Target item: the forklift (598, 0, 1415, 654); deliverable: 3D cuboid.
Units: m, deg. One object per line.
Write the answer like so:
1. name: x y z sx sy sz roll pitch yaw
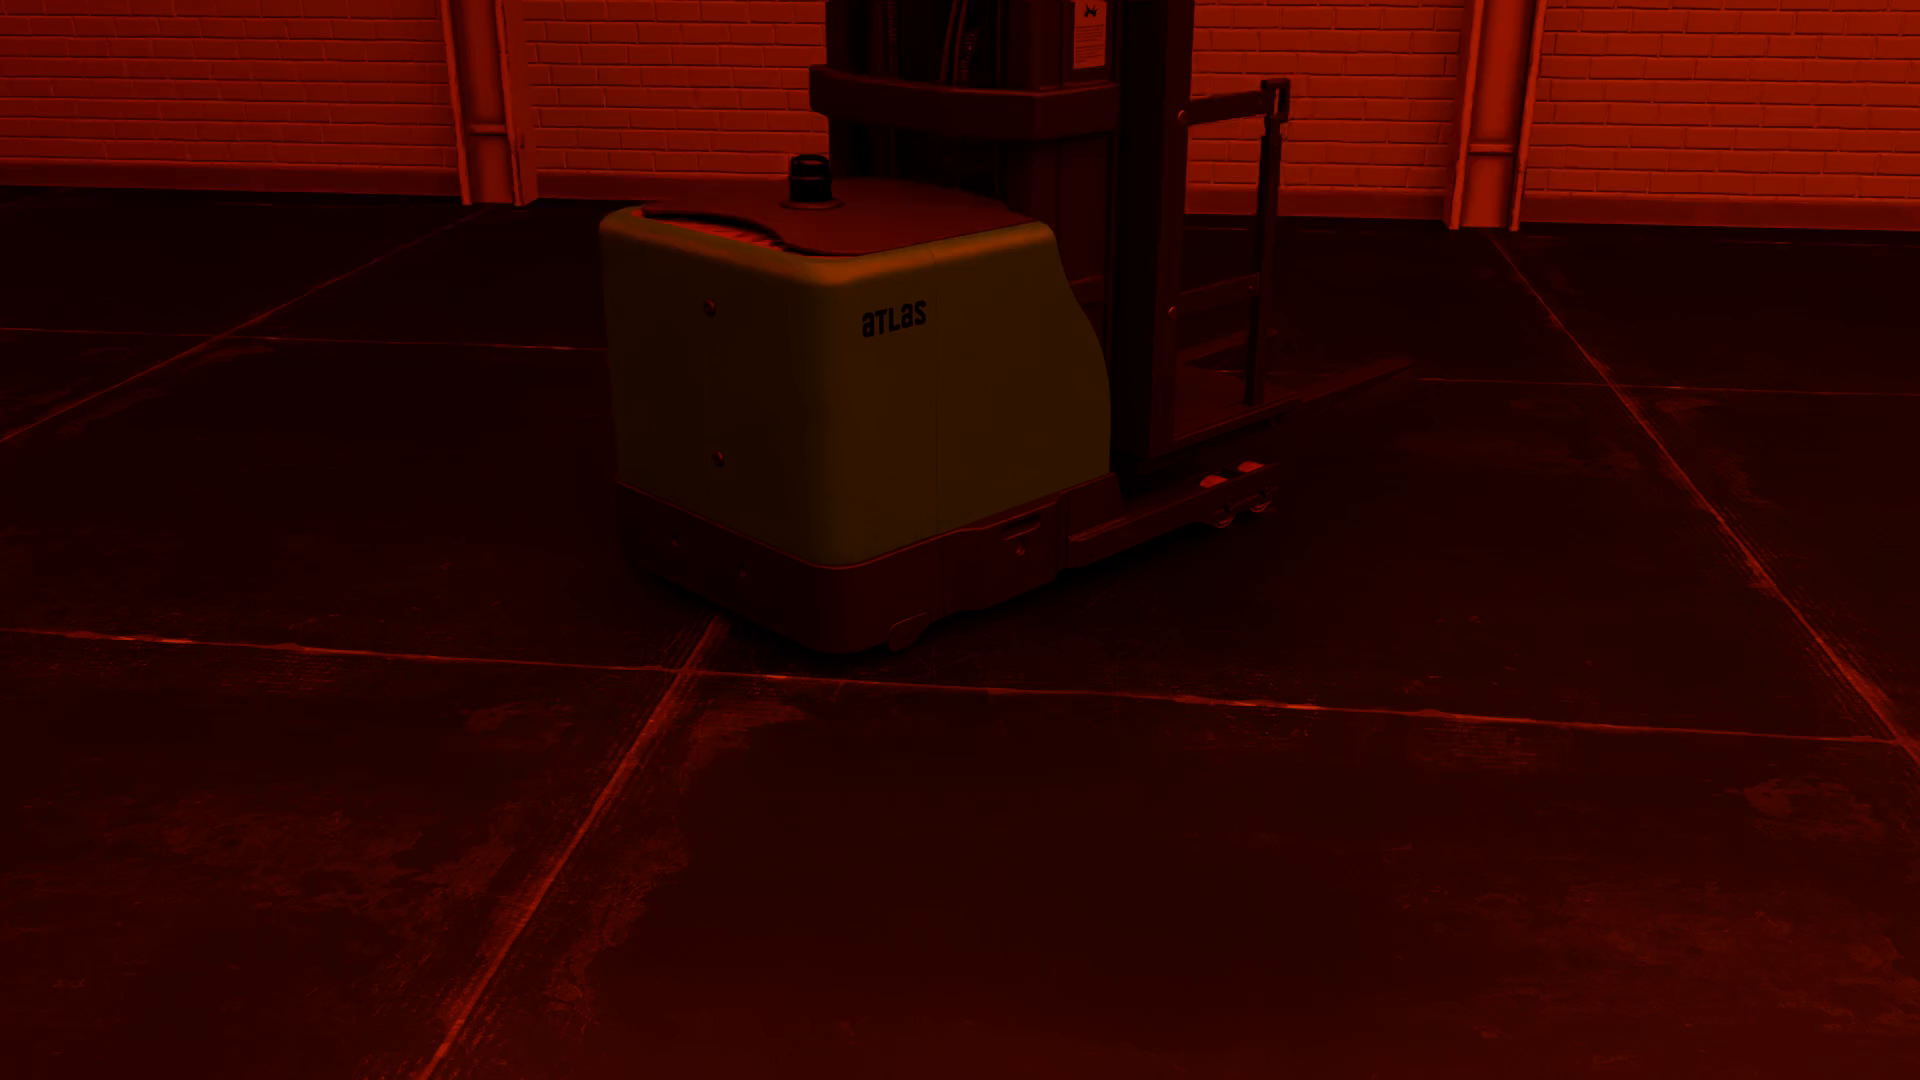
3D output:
1. forklift: 0.399 -1.520 5.027 3.031 2.935 1.130 -20 29 -41
